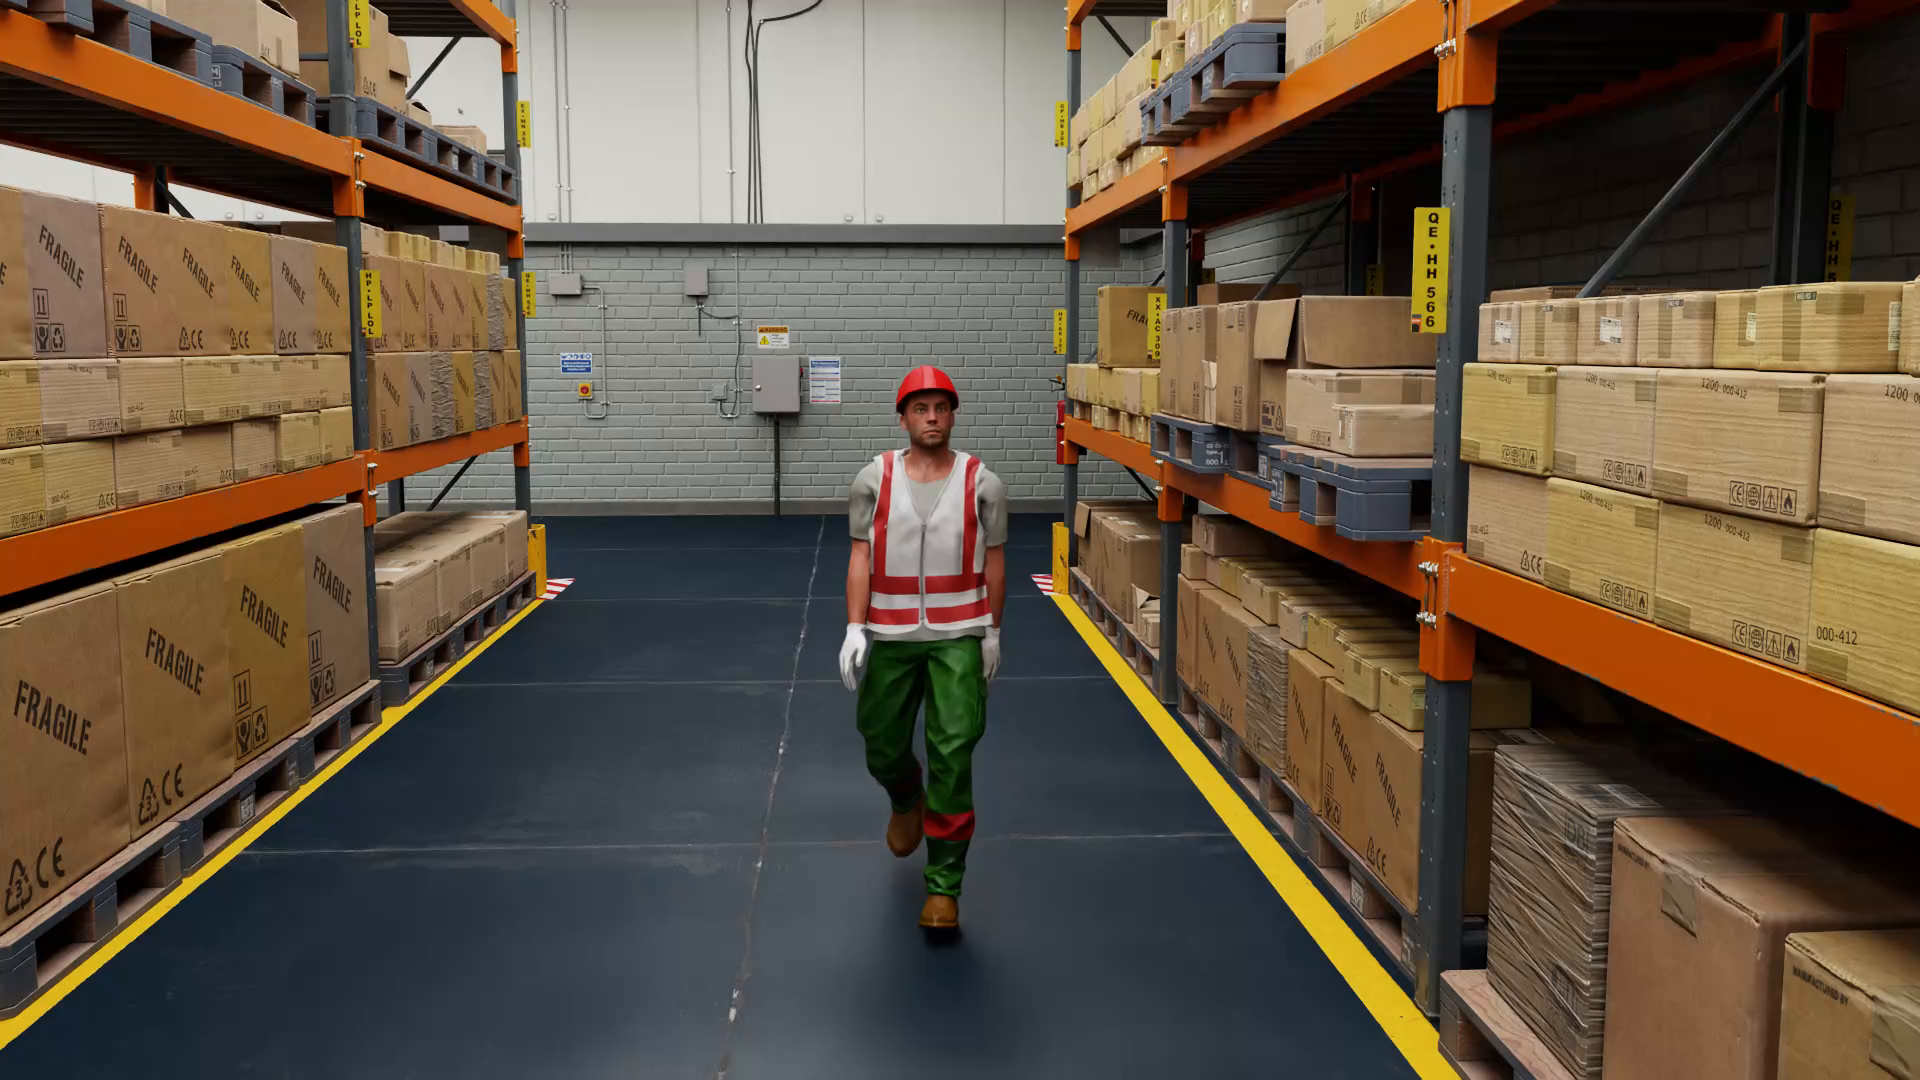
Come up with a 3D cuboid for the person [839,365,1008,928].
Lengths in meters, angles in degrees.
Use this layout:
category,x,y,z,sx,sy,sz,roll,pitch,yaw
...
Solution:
category,x,y,z,sx,sy,sz,roll,pitch,yaw
person,-0.115,0.313,5.442,0.533,1.761,0.861,1,7,5
